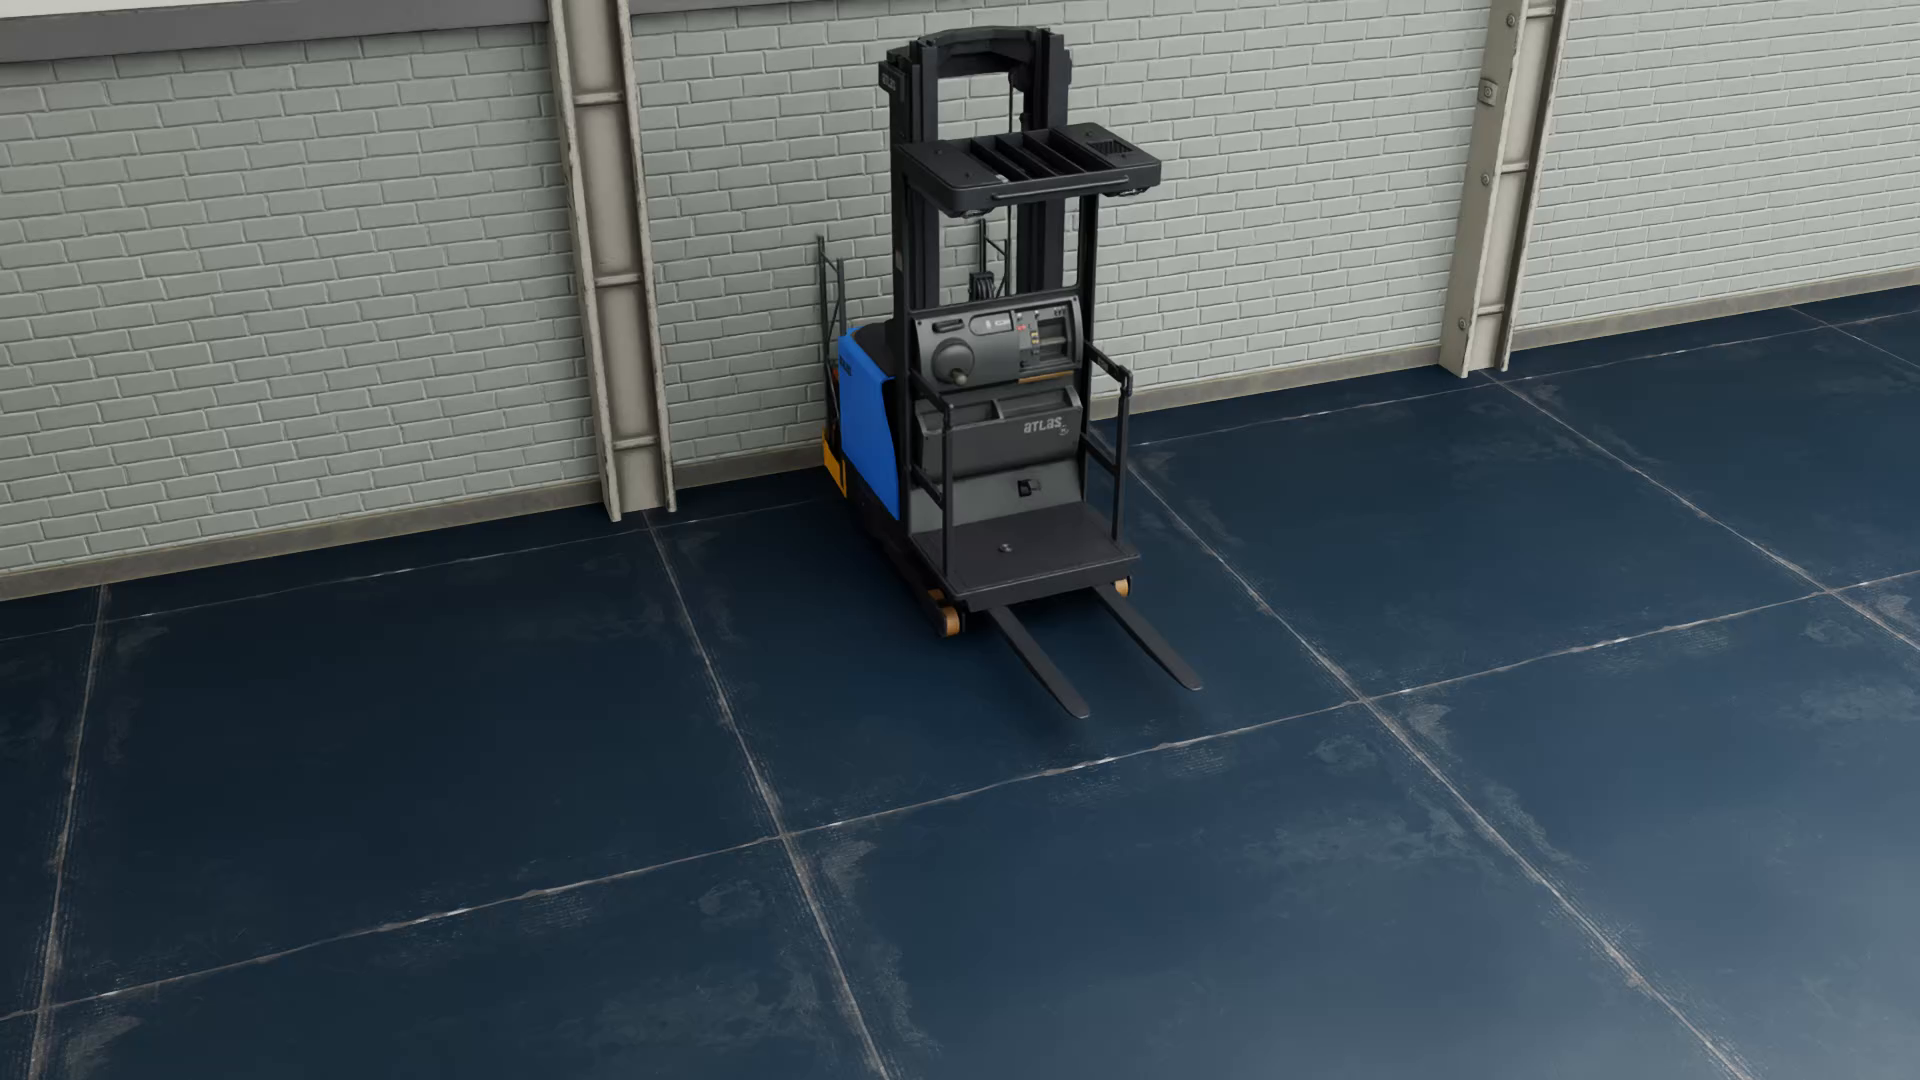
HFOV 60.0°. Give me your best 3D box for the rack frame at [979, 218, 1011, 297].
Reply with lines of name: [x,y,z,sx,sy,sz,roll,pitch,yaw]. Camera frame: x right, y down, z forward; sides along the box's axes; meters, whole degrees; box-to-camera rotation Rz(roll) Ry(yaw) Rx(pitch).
rack frame: [0.216,-1.196,10.303,0.032,1.500,0.500,-9,29,-16]

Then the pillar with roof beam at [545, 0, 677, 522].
pillar with roof beam: [-0.448,-2.127,4.392,0.400,9.000,9.100,-10,31,-18]

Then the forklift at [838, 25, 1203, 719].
forklift: [0.293,-0.995,8.535,1.130,2.935,3.031,-11,32,-19]

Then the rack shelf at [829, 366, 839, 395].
rack shelf: [-0.265,-0.958,10.246,1.000,0.185,0.538,-9,29,-16]

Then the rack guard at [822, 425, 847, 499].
rack guard: [-0.742,-0.486,10.311,0.087,0.250,0.587,-9,29,-16]

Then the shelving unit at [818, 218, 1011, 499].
shelving unit: [-0.275,-1.117,10.161,1.083,1.500,0.587,-9,29,-16]

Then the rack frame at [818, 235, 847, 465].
rack frame: [-0.749,-1.040,10.023,0.032,1.500,0.500,-9,29,-16]

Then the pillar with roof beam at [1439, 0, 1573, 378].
pillar with roof beam: [5.176,-3.162,6.210,0.400,9.000,9.100,-10,31,-18]
